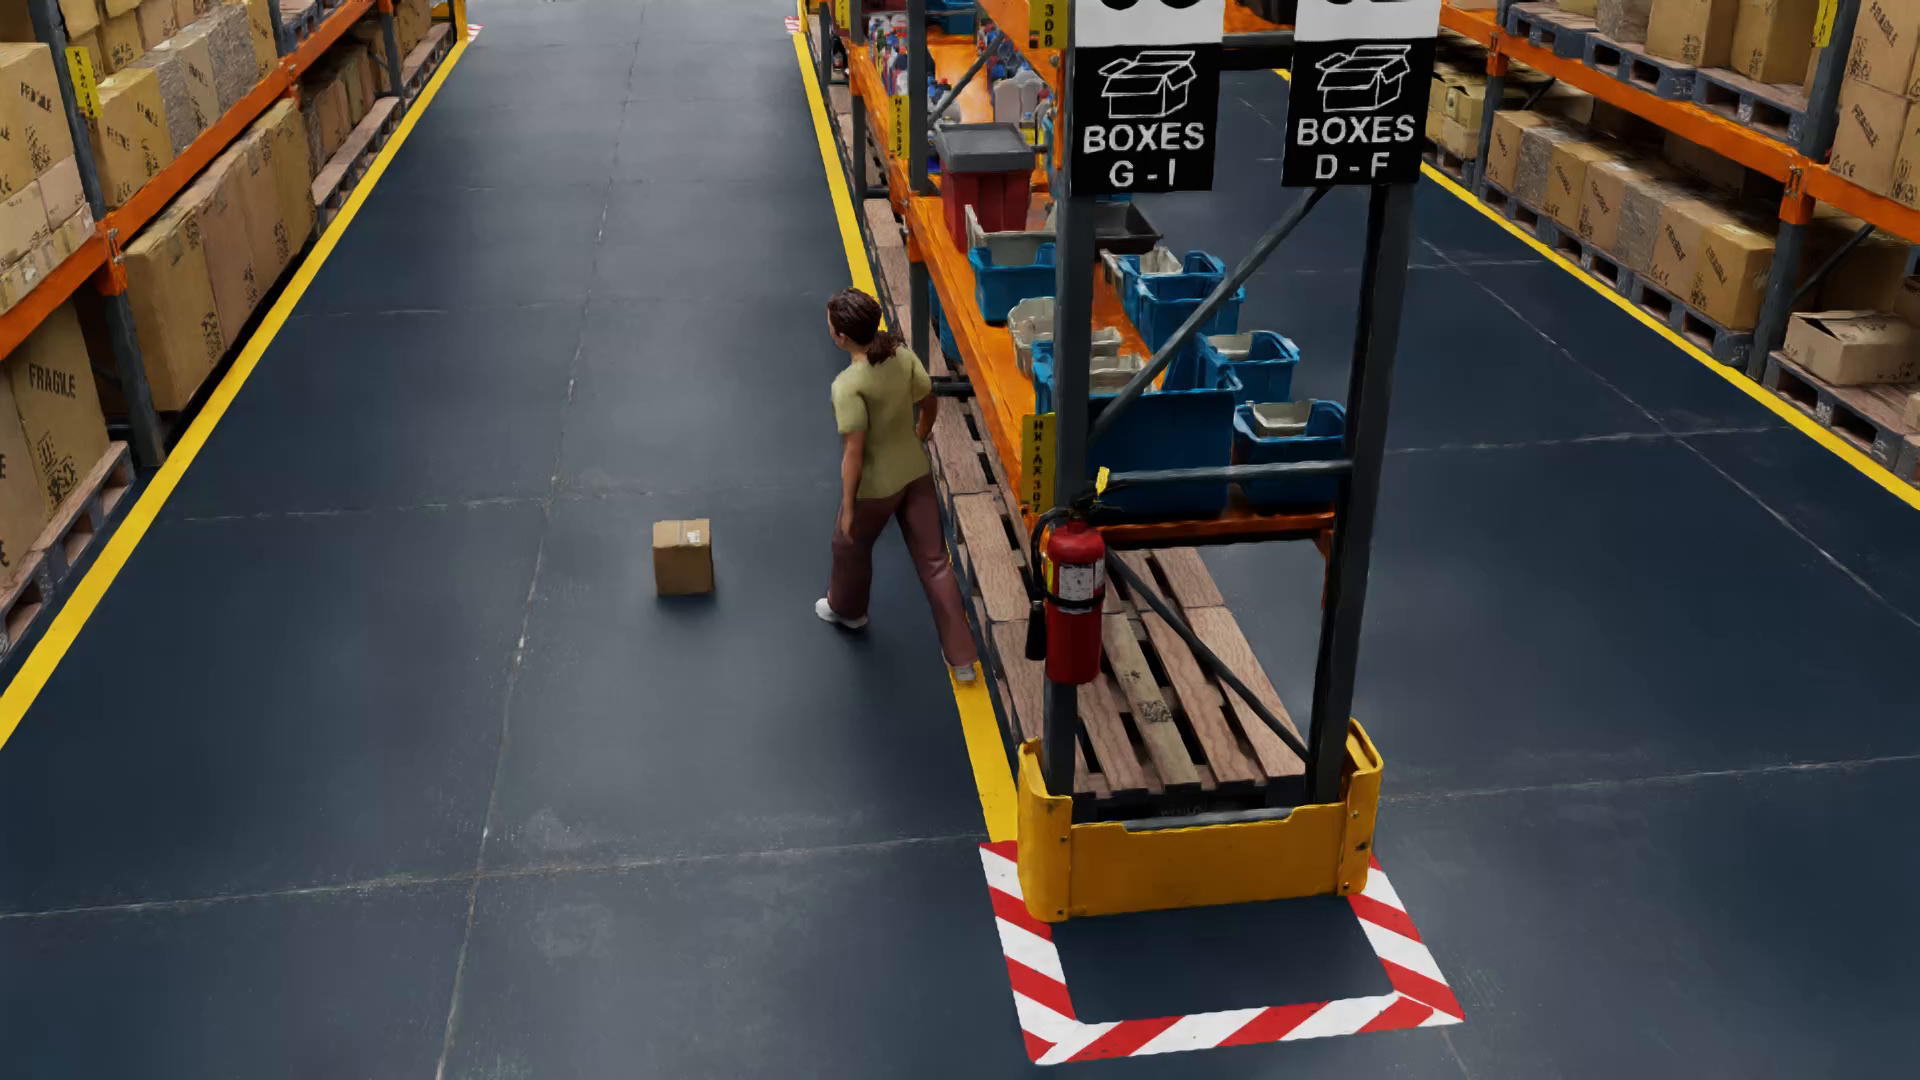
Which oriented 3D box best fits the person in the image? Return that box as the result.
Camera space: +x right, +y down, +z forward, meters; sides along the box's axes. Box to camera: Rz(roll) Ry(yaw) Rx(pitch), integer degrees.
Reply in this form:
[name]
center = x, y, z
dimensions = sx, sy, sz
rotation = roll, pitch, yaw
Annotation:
[person]
center = -0.326, -0.249, 6.648
dimensions = 0.569, 1.622, 0.963
rotation = -18, 33, -32
